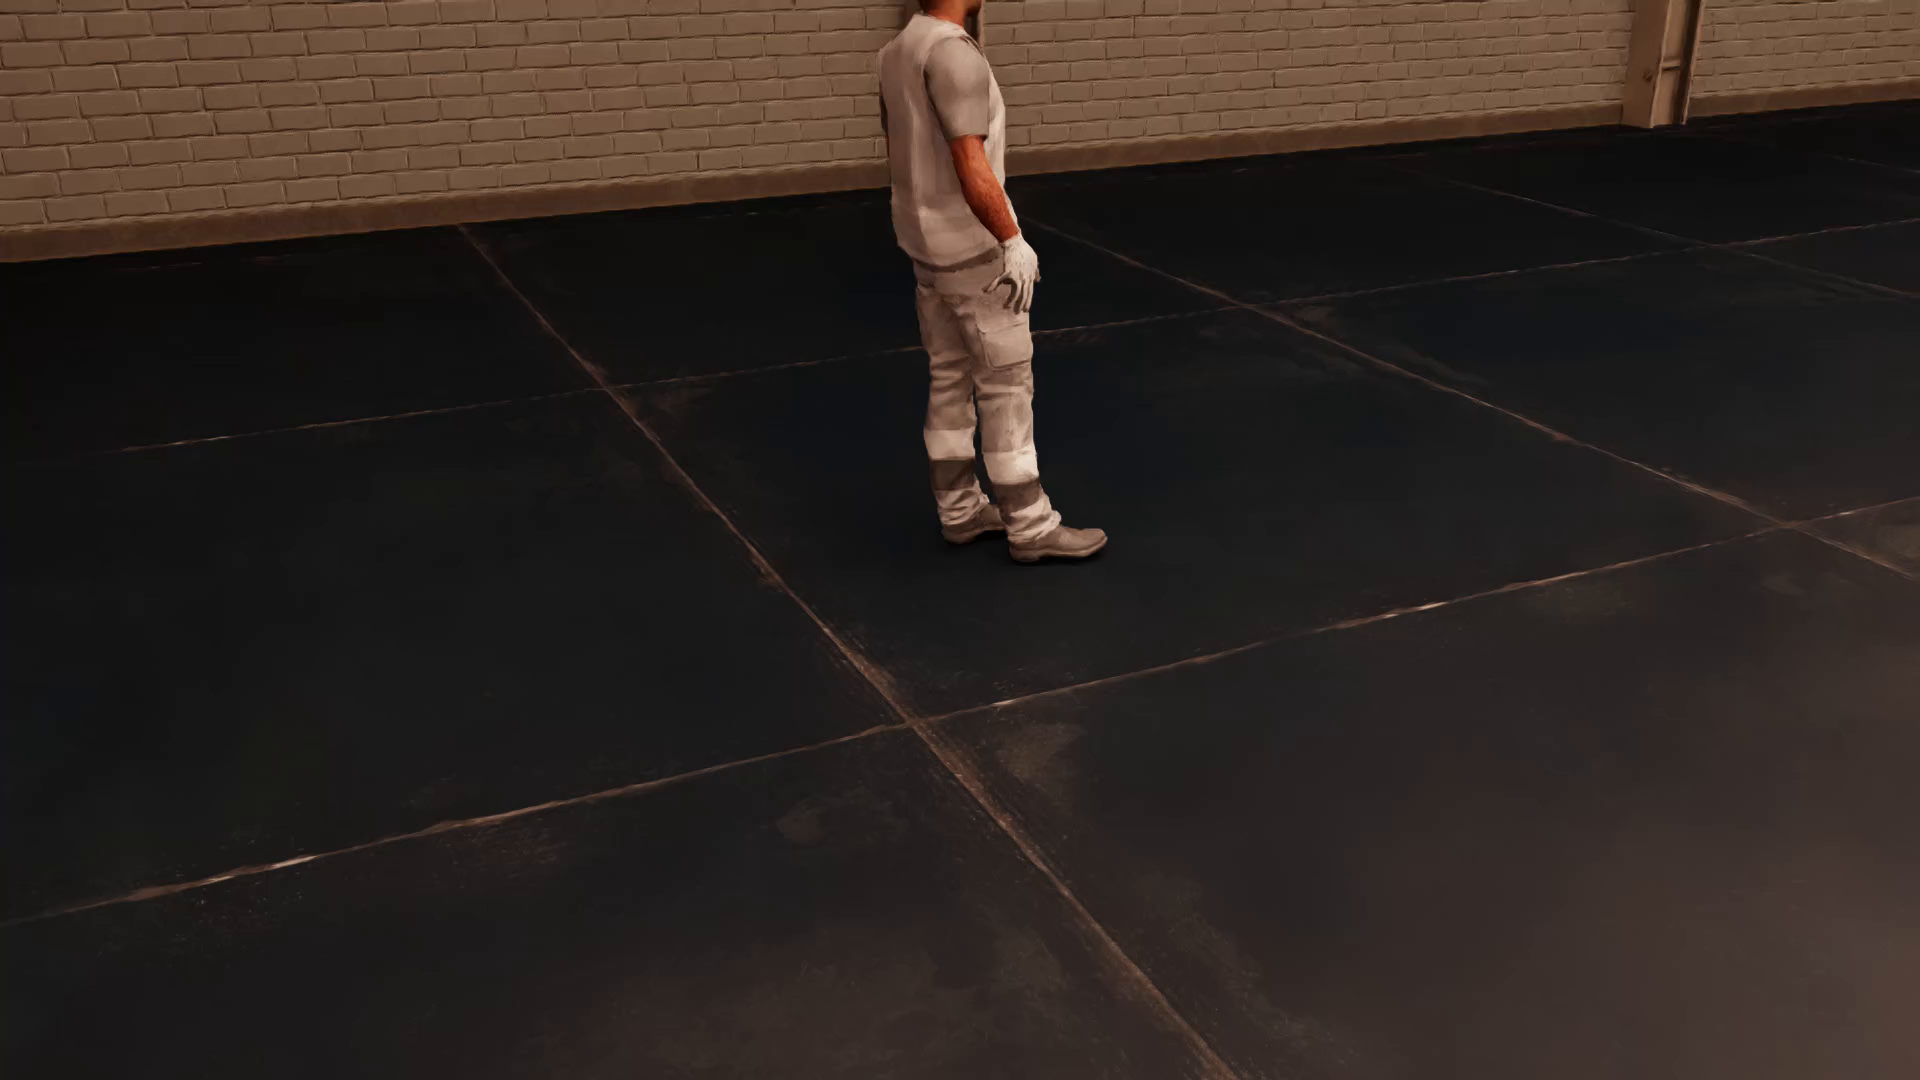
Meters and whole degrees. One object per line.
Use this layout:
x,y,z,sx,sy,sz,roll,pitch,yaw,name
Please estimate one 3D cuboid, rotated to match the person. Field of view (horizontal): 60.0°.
0.078,-0.842,4.783,0.563,1.787,0.637,-10,25,-23,person
